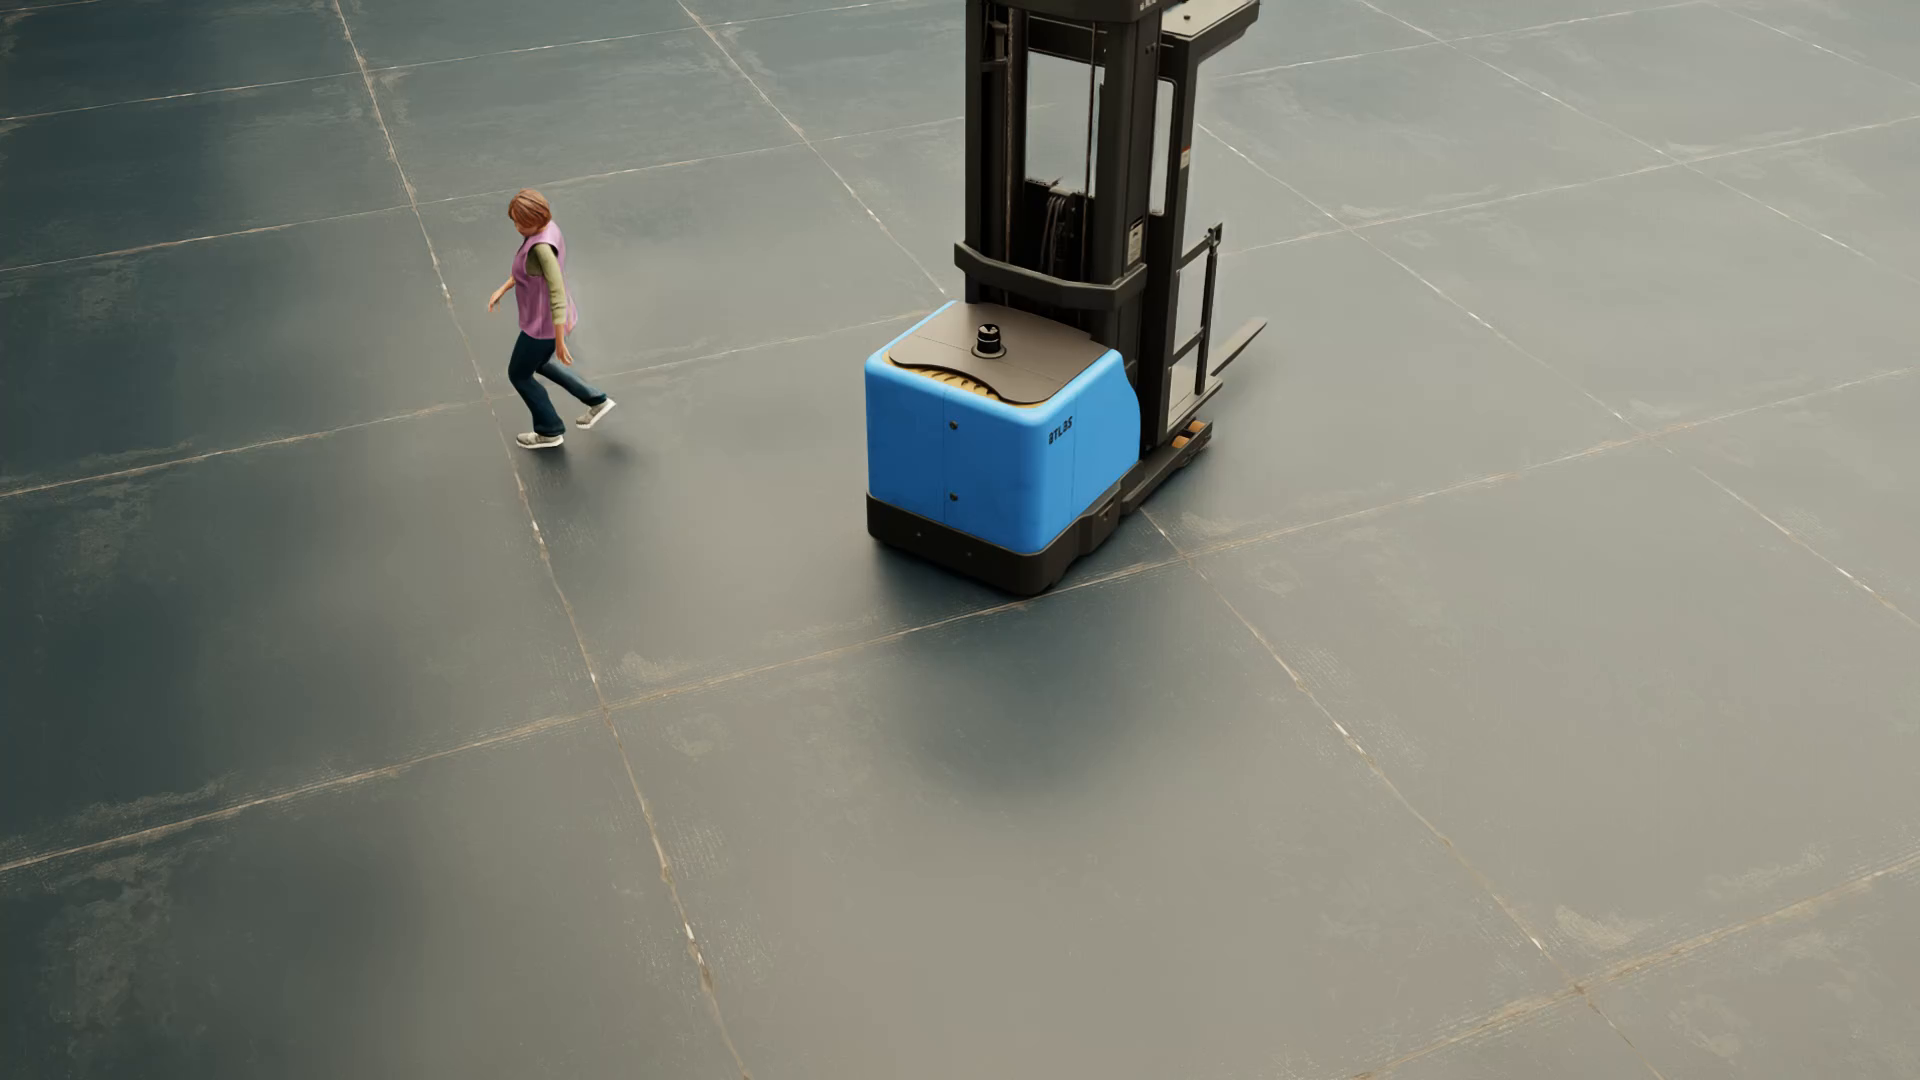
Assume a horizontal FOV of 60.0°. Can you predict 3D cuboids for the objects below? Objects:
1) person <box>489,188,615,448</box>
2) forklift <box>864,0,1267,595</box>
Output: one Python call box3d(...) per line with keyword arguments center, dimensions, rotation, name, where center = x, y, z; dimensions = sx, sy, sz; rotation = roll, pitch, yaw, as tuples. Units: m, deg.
box3d(center=(-2.244, -1.152, 8.933), dimensions=(0.580, 1.540, 0.563), rotation=(4, 36, 5), name="person")
box3d(center=(0.758, -1.741, 8.547), dimensions=(1.130, 2.935, 3.031), rotation=(21, 41, 27), name="forklift")
